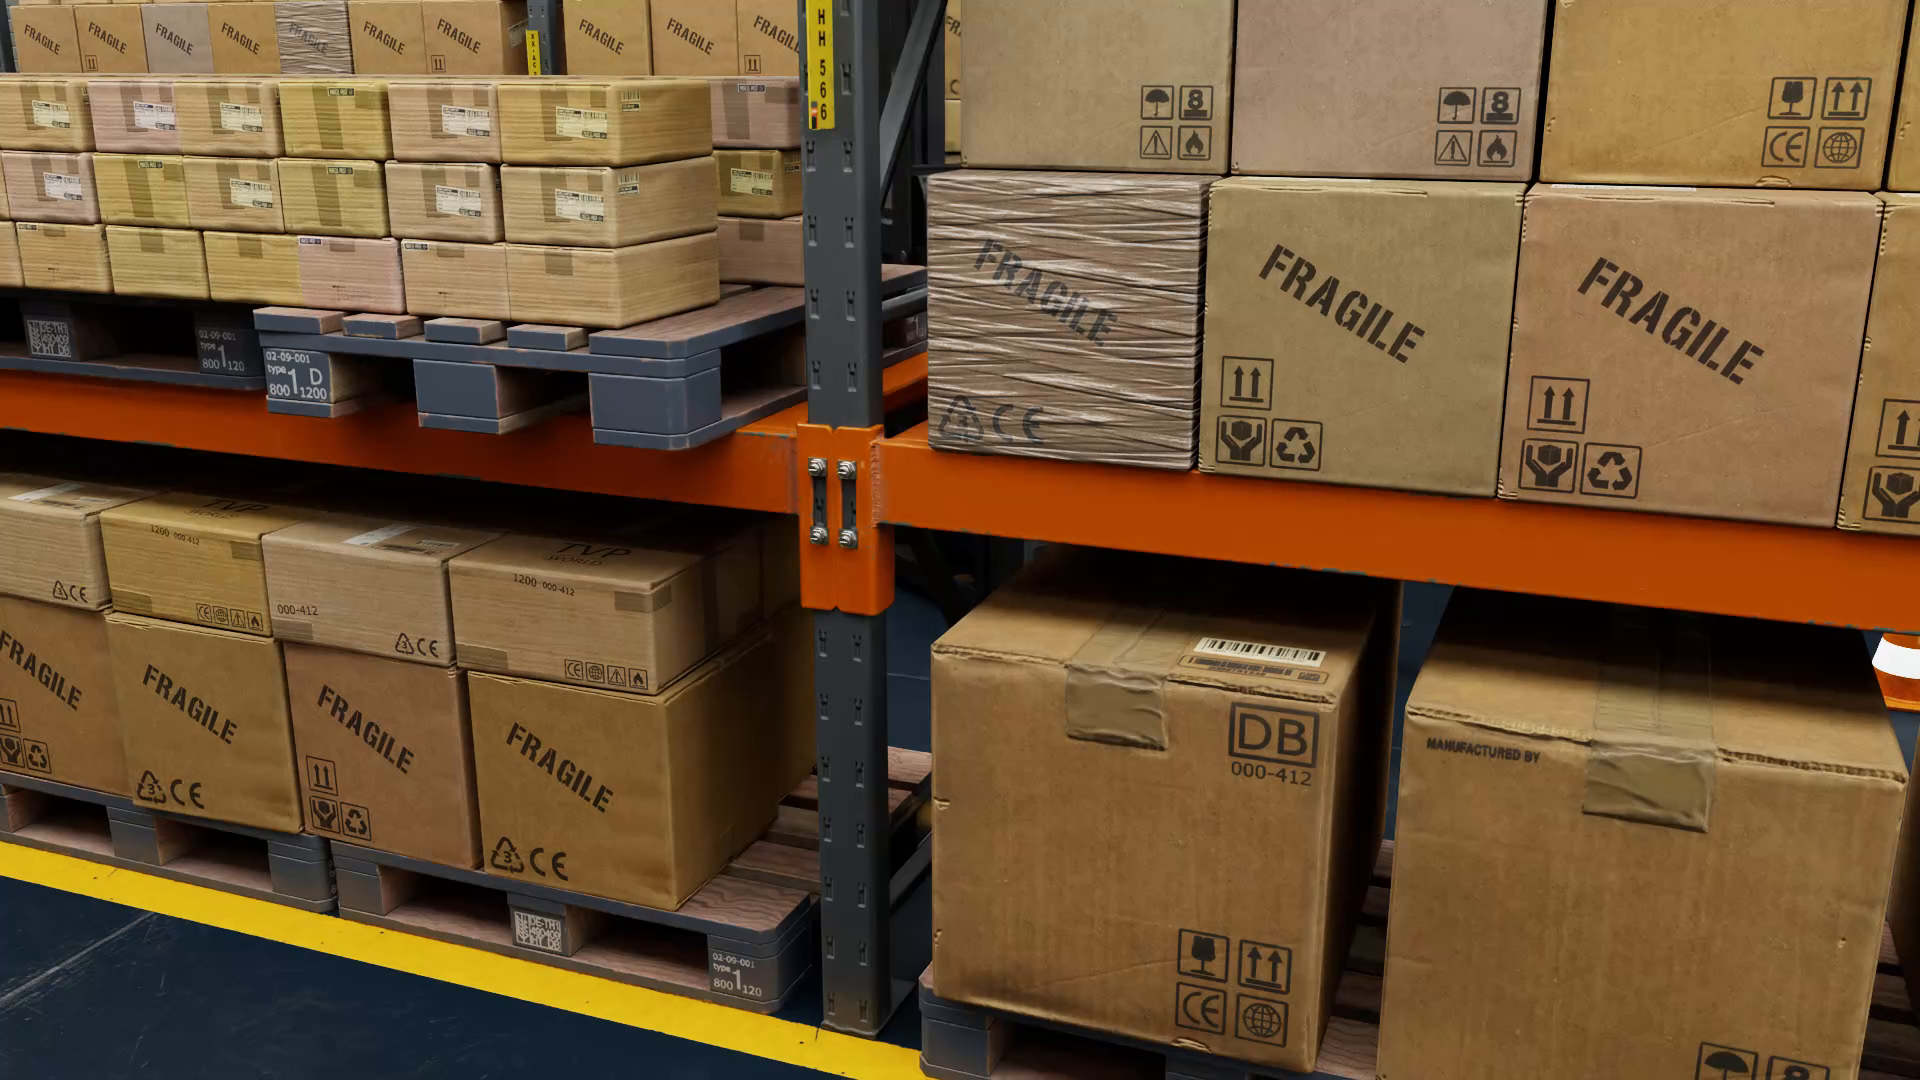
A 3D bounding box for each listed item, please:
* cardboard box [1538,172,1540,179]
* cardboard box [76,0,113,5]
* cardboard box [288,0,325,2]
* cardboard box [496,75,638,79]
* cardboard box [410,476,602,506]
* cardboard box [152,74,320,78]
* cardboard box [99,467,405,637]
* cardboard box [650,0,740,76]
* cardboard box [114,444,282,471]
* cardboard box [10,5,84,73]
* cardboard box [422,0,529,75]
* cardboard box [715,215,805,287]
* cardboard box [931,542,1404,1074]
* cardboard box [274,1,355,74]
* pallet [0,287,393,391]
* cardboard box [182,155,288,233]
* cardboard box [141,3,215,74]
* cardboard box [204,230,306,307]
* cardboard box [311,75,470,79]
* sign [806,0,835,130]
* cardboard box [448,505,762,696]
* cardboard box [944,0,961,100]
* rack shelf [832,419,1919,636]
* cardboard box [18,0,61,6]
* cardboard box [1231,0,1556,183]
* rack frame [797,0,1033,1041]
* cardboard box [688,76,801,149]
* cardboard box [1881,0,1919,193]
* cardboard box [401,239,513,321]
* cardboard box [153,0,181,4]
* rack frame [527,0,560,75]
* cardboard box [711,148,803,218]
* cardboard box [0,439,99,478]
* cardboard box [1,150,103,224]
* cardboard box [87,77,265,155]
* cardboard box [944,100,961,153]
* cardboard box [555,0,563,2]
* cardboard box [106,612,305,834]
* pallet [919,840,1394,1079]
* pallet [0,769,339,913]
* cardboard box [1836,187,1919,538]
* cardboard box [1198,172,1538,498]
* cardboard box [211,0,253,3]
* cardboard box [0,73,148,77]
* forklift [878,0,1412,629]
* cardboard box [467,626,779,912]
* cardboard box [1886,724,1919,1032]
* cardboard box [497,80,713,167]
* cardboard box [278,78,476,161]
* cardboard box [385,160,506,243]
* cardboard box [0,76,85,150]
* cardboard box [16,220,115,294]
[{"bbox_3d":[1.391,-0.484,3.283,0.500,0.500,0.500,6,17,20],"label":"cardboard box"},{"bbox_3d":[-5.076,-3.295,10.006,0.250,0.149,0.380,7,18,22],"label":"cardboard box"},{"bbox_3d":[-3.623,-3.154,9.523,0.250,0.149,0.380,6,17,19],"label":"cardboard box"},{"bbox_3d":[-0.891,-1.033,3.981,0.250,0.149,0.380,6,17,20],"label":"cardboard box"},{"bbox_3d":[-1.079,-0.062,4.392,0.500,0.250,0.500,6,17,20],"label":"cardboard box"},{"bbox_3d":[-1.868,-1.140,4.351,0.250,0.149,0.380,6,17,20],"label":"cardboard box"},{"bbox_3d":[-1.728,0.016,4.122,0.500,0.250,0.500,7,17,22],"label":"cardboard box"},{"bbox_3d":[-1.266,-2.582,8.716,0.500,0.500,0.500,6,17,20],"label":"cardboard box"},{"bbox_3d":[-2.020,-0.169,4.760,0.500,0.250,0.500,5,17,18],"label":"cardboard box"},{"bbox_3d":[-5.433,-3.033,10.268,0.500,0.500,0.500,6,17,19],"label":"cardboard box"},{"bbox_3d":[-2.594,-2.724,9.202,0.500,0.500,0.500,6,17,20],"label":"cardboard box"},{"bbox_3d":[-0.397,-0.694,3.883,0.250,0.149,0.380,6,17,20],"label":"cardboard box"},{"bbox_3d":[0.479,0.449,3.529,0.750,0.750,1.050,6,17,20],"label":"cardboard box"},{"bbox_3d":[-3.540,-2.827,9.559,0.500,0.500,0.500,7,17,21],"label":"cardboard box"},{"bbox_3d":[-1.911,-0.615,4.256,1.213,0.211,1.003,6,17,21],"label":"pallet"},{"bbox_3d":[-1.409,-0.750,3.542,0.250,0.149,0.380,6,17,21],"label":"cardboard box"},{"bbox_3d":[-4.468,-2.931,9.918,0.500,0.500,0.500,6,17,20],"label":"cardboard box"},{"bbox_3d":[-1.383,-0.606,3.579,0.250,0.149,0.380,6,17,20],"label":"cardboard box"},{"bbox_3d":[-1.390,-1.087,4.168,0.250,0.149,0.380,7,18,23],"label":"cardboard box"},{"bbox_3d":[-0.245,-0.892,2.930,0.005,0.325,0.100,6,17,21],"label":"sign"},{"bbox_3d":[-0.787,0.121,3.761,0.500,0.250,0.500,6,17,19],"label":"cardboard box"},{"bbox_3d":[0.151,-2.426,8.176,0.500,0.500,0.500,6,17,21],"label":"cardboard box"},{"bbox_3d":[1.806,0.035,2.964,4.000,0.370,1.077,6,17,21],"label":"rack shelf"},{"bbox_3d":[-5.546,-3.359,10.229,0.250,0.149,0.380,7,17,22],"label":"cardboard box"},{"bbox_3d":[0.830,-0.944,3.071,0.500,0.500,0.700,6,17,20],"label":"cardboard box"},{"bbox_3d":[-0.055,-0.515,3.569,0.127,3.000,1.000,6,17,21],"label":"rack frame"},{"bbox_3d":[-0.418,-0.980,3.800,0.250,0.149,0.380,6,17,21],"label":"cardboard box"},{"bbox_3d":[1.784,-0.840,2.712,0.500,0.500,0.700,6,17,20],"label":"cardboard box"},{"bbox_3d":[-0.913,-0.553,3.397,0.250,0.149,0.380,6,17,20],"label":"cardboard box"},{"bbox_3d":[-4.561,-3.259,9.884,0.250,0.149,0.380,6,17,21],"label":"cardboard box"},{"bbox_3d":[-2.054,-2.219,9.436,0.127,3.000,1.000,6,17,21],"label":"rack frame"},{"bbox_3d":[-0.431,-0.841,3.853,0.250,0.149,0.380,7,18,23],"label":"cardboard box"},{"bbox_3d":[-2.689,-0.088,4.482,0.500,0.250,0.500,7,18,22],"label":"cardboard box"},{"bbox_3d":[-1.882,-0.803,3.723,0.250,0.149,0.380,7,18,22],"label":"cardboard box"},{"bbox_3d":[-1.627,-0.919,3.589,0.250,0.149,0.380,6,17,21],"label":"cardboard box"},{"bbox_3d":[0.162,-2.060,8.261,0.500,0.250,0.500,6,17,19],"label":"cardboard box"},{"bbox_3d":[-2.252,-3.158,9.535,0.250,0.149,0.380,6,17,20],"label":"cardboard box"},{"bbox_3d":[-1.742,0.380,4.215,0.500,0.500,0.500,5,17,18],"label":"cardboard box"},{"bbox_3d":[0.651,0.924,3.612,1.213,0.211,1.003,6,17,21],"label":"pallet"},{"bbox_3d":[-1.912,0.618,4.665,1.213,0.211,1.003,6,17,21],"label":"pallet"},{"bbox_3d":[1.669,-0.293,2.623,0.500,0.500,0.500,6,17,20],"label":"cardboard box"},{"bbox_3d":[0.738,-0.396,2.979,0.500,0.500,0.500,6,17,20],"label":"cardboard box"},{"bbox_3d":[-4.119,-3.190,9.645,0.250,0.149,0.380,6,17,19],"label":"cardboard box"},{"bbox_3d":[-2.369,-1.194,4.536,0.250,0.149,0.380,6,17,19],"label":"cardboard box"},{"bbox_3d":[0.372,-1.221,6.123,1.130,2.935,3.031,-10,19,-32],"label":"forklift"},{"bbox_3d":[-0.763,0.484,3.857,0.500,0.500,0.500,6,17,20],"label":"cardboard box"},{"bbox_3d":[2.160,0.633,2.896,0.750,0.750,1.050,6,17,21],"label":"cardboard box"},{"bbox_3d":[-0.679,-0.813,3.225,0.250,0.149,0.380,6,17,18],"label":"cardboard box"},{"bbox_3d":[-1.155,-0.866,3.408,0.250,0.149,0.380,7,18,22],"label":"cardboard box"},{"bbox_3d":[-0.930,-0.699,3.363,0.250,0.149,0.380,7,18,23],"label":"cardboard box"},{"bbox_3d":[-2.123,-0.973,3.775,0.250,0.149,0.380,7,18,22],"label":"cardboard box"},{"bbox_3d":[-1.874,-0.660,3.765,0.250,0.149,0.380,7,18,22],"label":"cardboard box"}]
